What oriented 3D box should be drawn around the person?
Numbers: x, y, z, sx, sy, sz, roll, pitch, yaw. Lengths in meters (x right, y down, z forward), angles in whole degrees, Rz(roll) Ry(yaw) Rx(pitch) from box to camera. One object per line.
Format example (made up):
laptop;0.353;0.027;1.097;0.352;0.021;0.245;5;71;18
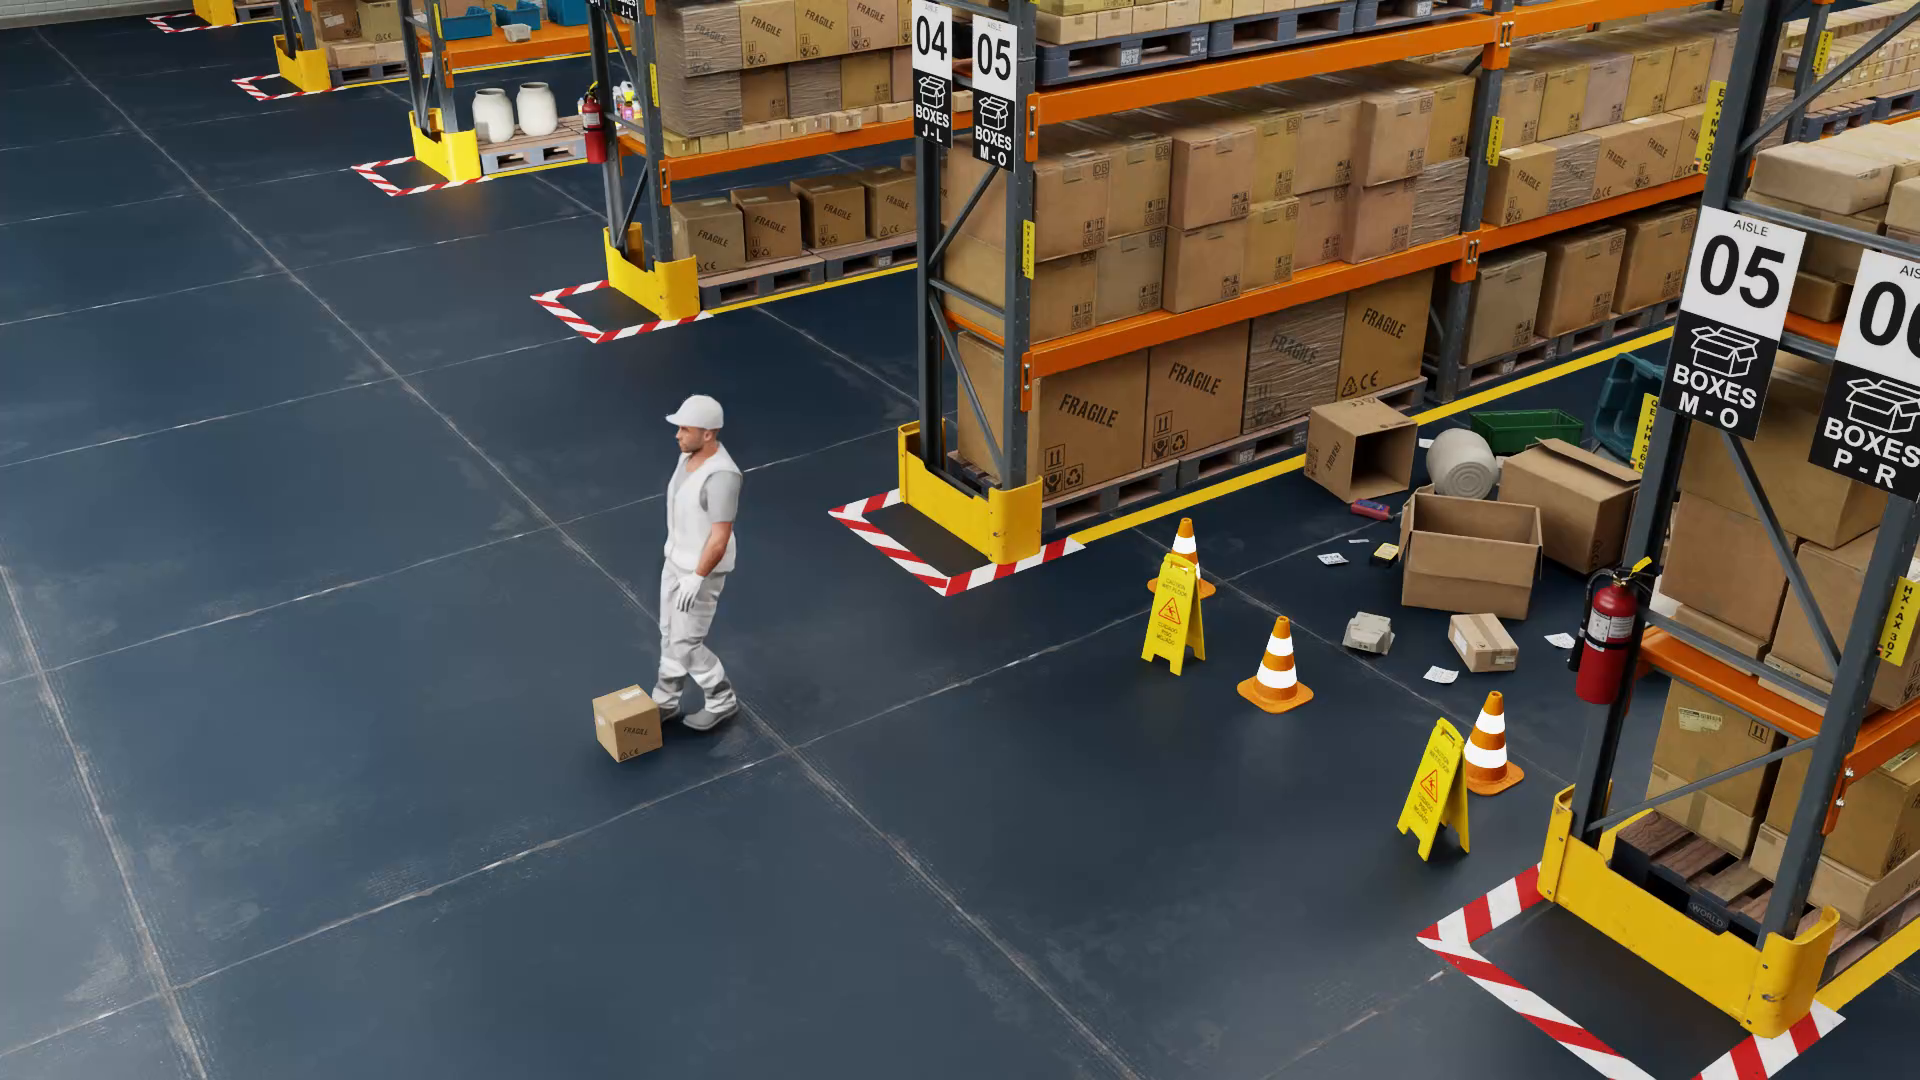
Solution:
person;-1.406;0.182;8.318;0.648;1.839;0.577;-15;32;-26
